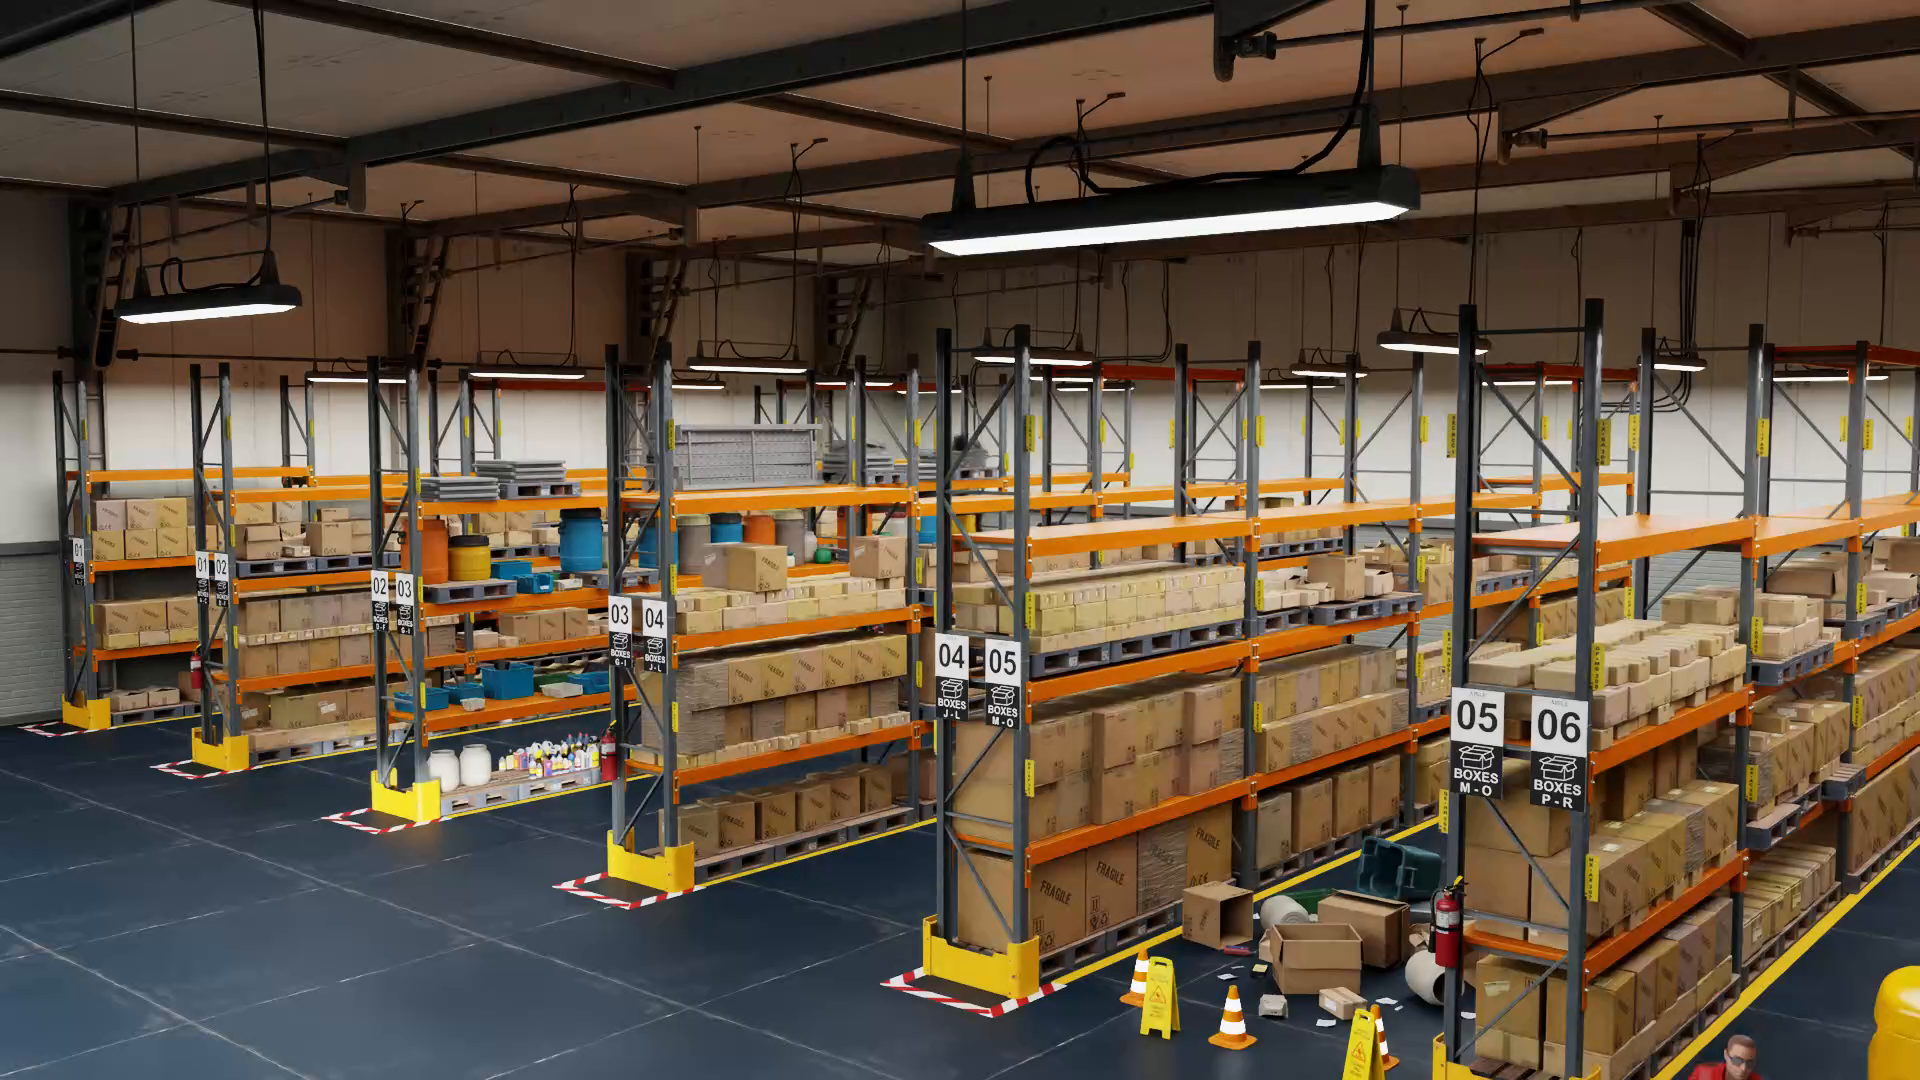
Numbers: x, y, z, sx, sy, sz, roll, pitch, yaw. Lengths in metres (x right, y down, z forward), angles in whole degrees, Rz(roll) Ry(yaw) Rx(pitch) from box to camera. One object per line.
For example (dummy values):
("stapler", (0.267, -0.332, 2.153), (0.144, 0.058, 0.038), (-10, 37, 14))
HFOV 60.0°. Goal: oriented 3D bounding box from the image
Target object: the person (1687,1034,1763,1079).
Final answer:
("person", (4.483, 3.627, 9.712), (0.747, 1.667, 0.727), (3, 5, 37))
